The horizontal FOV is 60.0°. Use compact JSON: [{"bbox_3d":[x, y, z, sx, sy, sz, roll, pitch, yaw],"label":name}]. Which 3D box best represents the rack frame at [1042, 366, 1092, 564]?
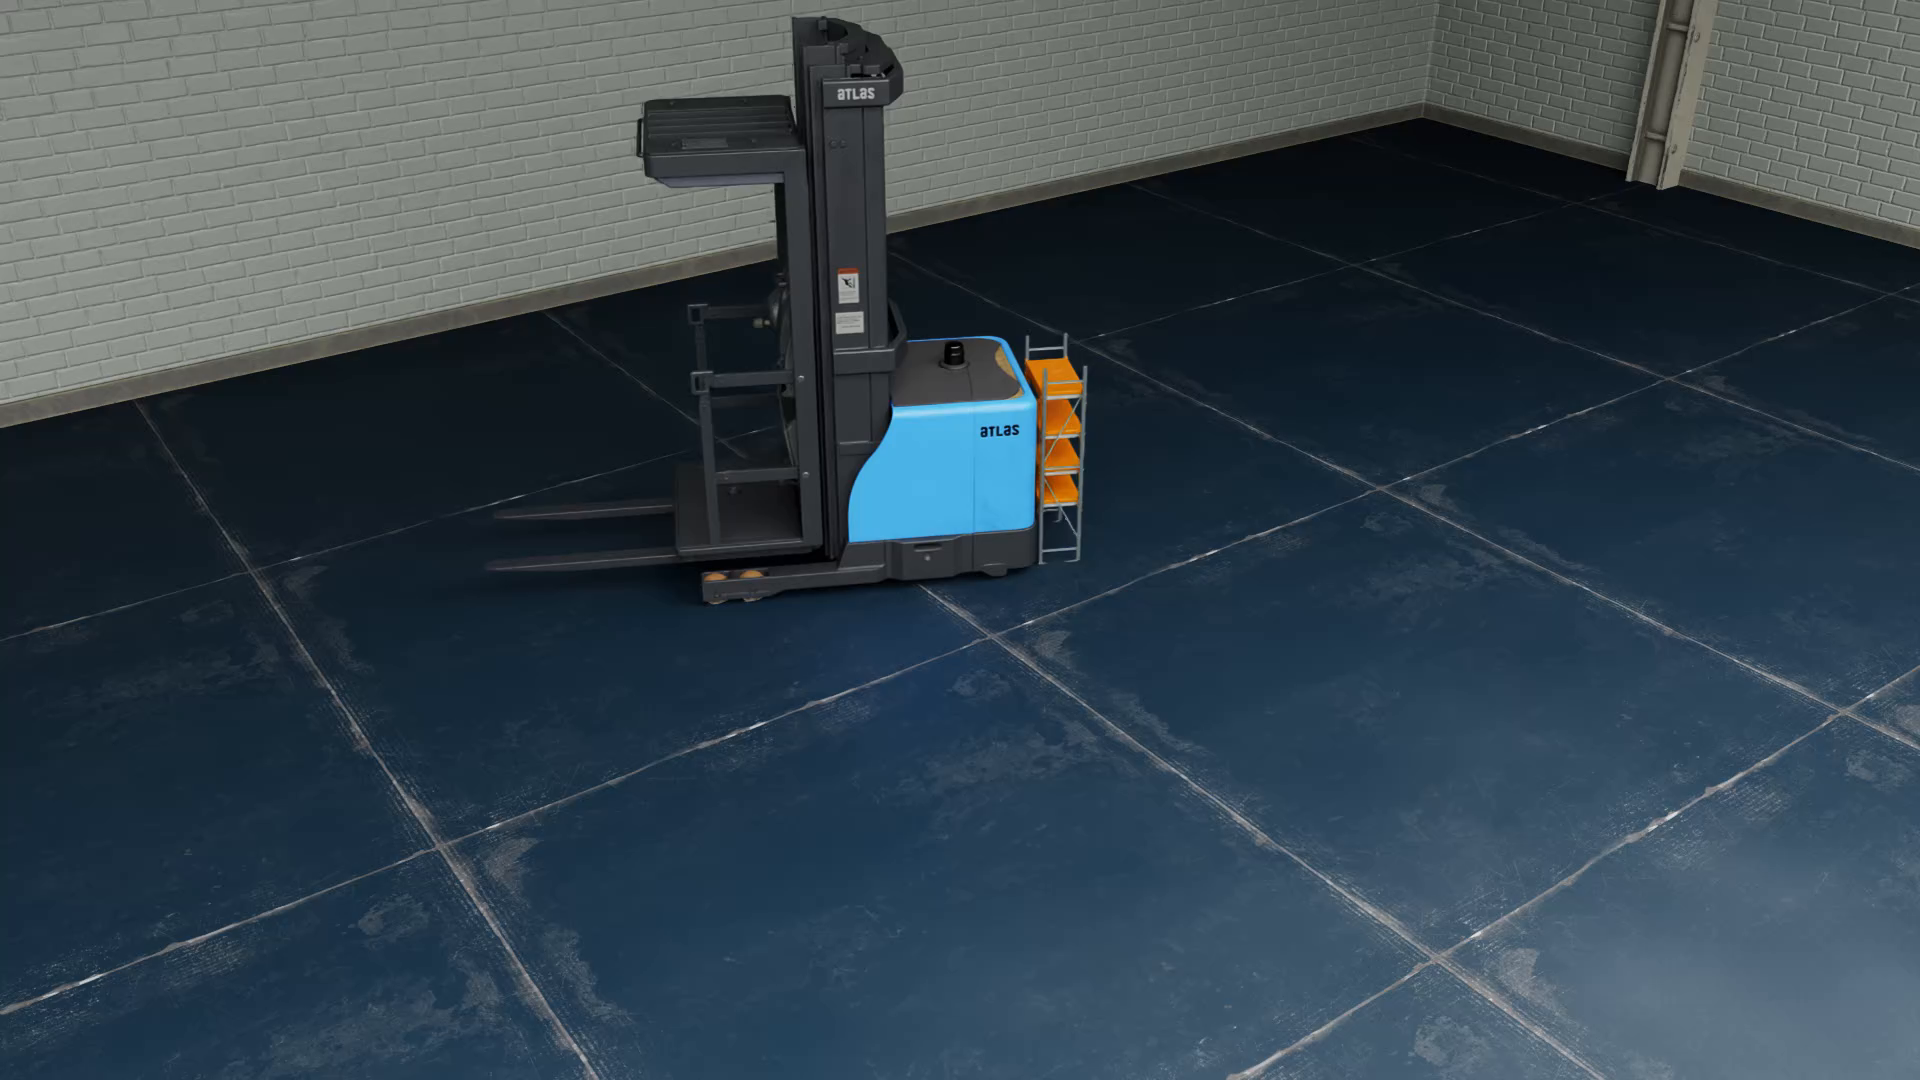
[{"bbox_3d":[0.590,-0.401,9.232,0.240,1.200,0.015,-4,29,-8],"label":"rack frame"}]

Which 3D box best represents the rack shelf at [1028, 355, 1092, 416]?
[{"bbox_3d":[0.552,-0.862,9.256,0.258,0.148,0.480,-4,29,-8],"label":"rack shelf"}]

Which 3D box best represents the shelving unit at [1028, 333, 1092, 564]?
[{"bbox_3d":[0.552,-0.516,9.443,0.258,1.200,0.503,-4,29,-8],"label":"shelving unit"}]

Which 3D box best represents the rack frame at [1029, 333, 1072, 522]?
[{"bbox_3d":[0.513,-0.631,9.655,0.240,1.200,0.015,-4,29,-8],"label":"rack frame"}]

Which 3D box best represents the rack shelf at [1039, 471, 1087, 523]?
[{"bbox_3d":[0.551,-0.283,9.570,0.258,0.148,0.480,-4,29,-8],"label":"rack shelf"}]

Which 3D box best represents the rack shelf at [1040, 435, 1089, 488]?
[{"bbox_3d":[0.551,-0.457,9.475,0.258,0.148,0.480,-4,29,-8],"label":"rack shelf"}]

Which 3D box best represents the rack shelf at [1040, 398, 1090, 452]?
[{"bbox_3d":[0.552,-0.654,9.369,0.258,0.148,0.480,-4,29,-8],"label":"rack shelf"}]

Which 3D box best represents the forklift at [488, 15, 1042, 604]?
[{"bbox_3d":[-1.110,-1.210,8.907,3.031,2.935,1.130,-4,29,-8],"label":"forklift"}]

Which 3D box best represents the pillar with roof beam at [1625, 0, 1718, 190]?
[{"bbox_3d":[3.213,-6.235,11.801,9.100,9.000,0.400,-19,34,-31],"label":"pillar with roof beam"}]
